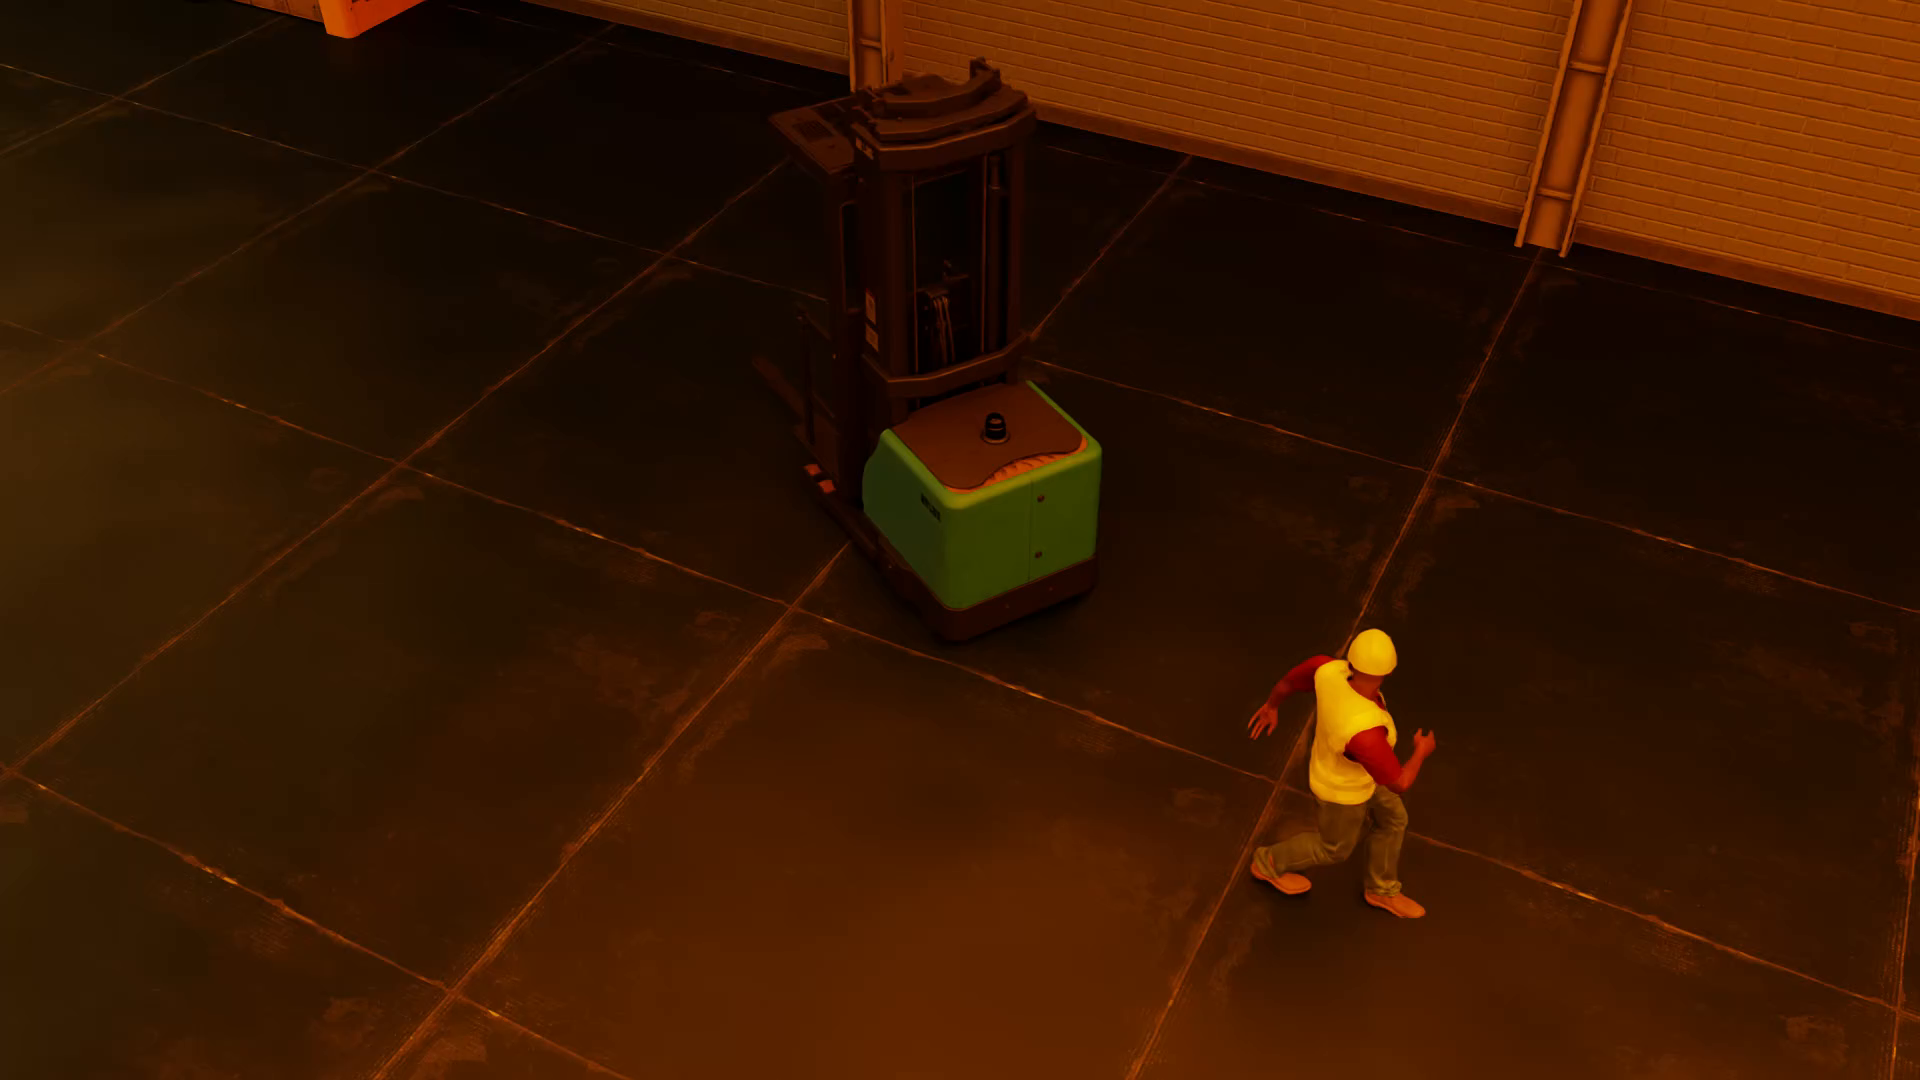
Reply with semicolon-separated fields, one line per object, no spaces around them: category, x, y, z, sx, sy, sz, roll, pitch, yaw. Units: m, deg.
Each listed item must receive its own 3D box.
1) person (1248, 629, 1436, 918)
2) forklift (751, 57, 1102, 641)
person;1.804;1.084;7.691;0.987;1.704;0.582;9;41;11
forklift;-0.374;-1.474;9.737;1.130;2.935;3.031;-21;44;-23
